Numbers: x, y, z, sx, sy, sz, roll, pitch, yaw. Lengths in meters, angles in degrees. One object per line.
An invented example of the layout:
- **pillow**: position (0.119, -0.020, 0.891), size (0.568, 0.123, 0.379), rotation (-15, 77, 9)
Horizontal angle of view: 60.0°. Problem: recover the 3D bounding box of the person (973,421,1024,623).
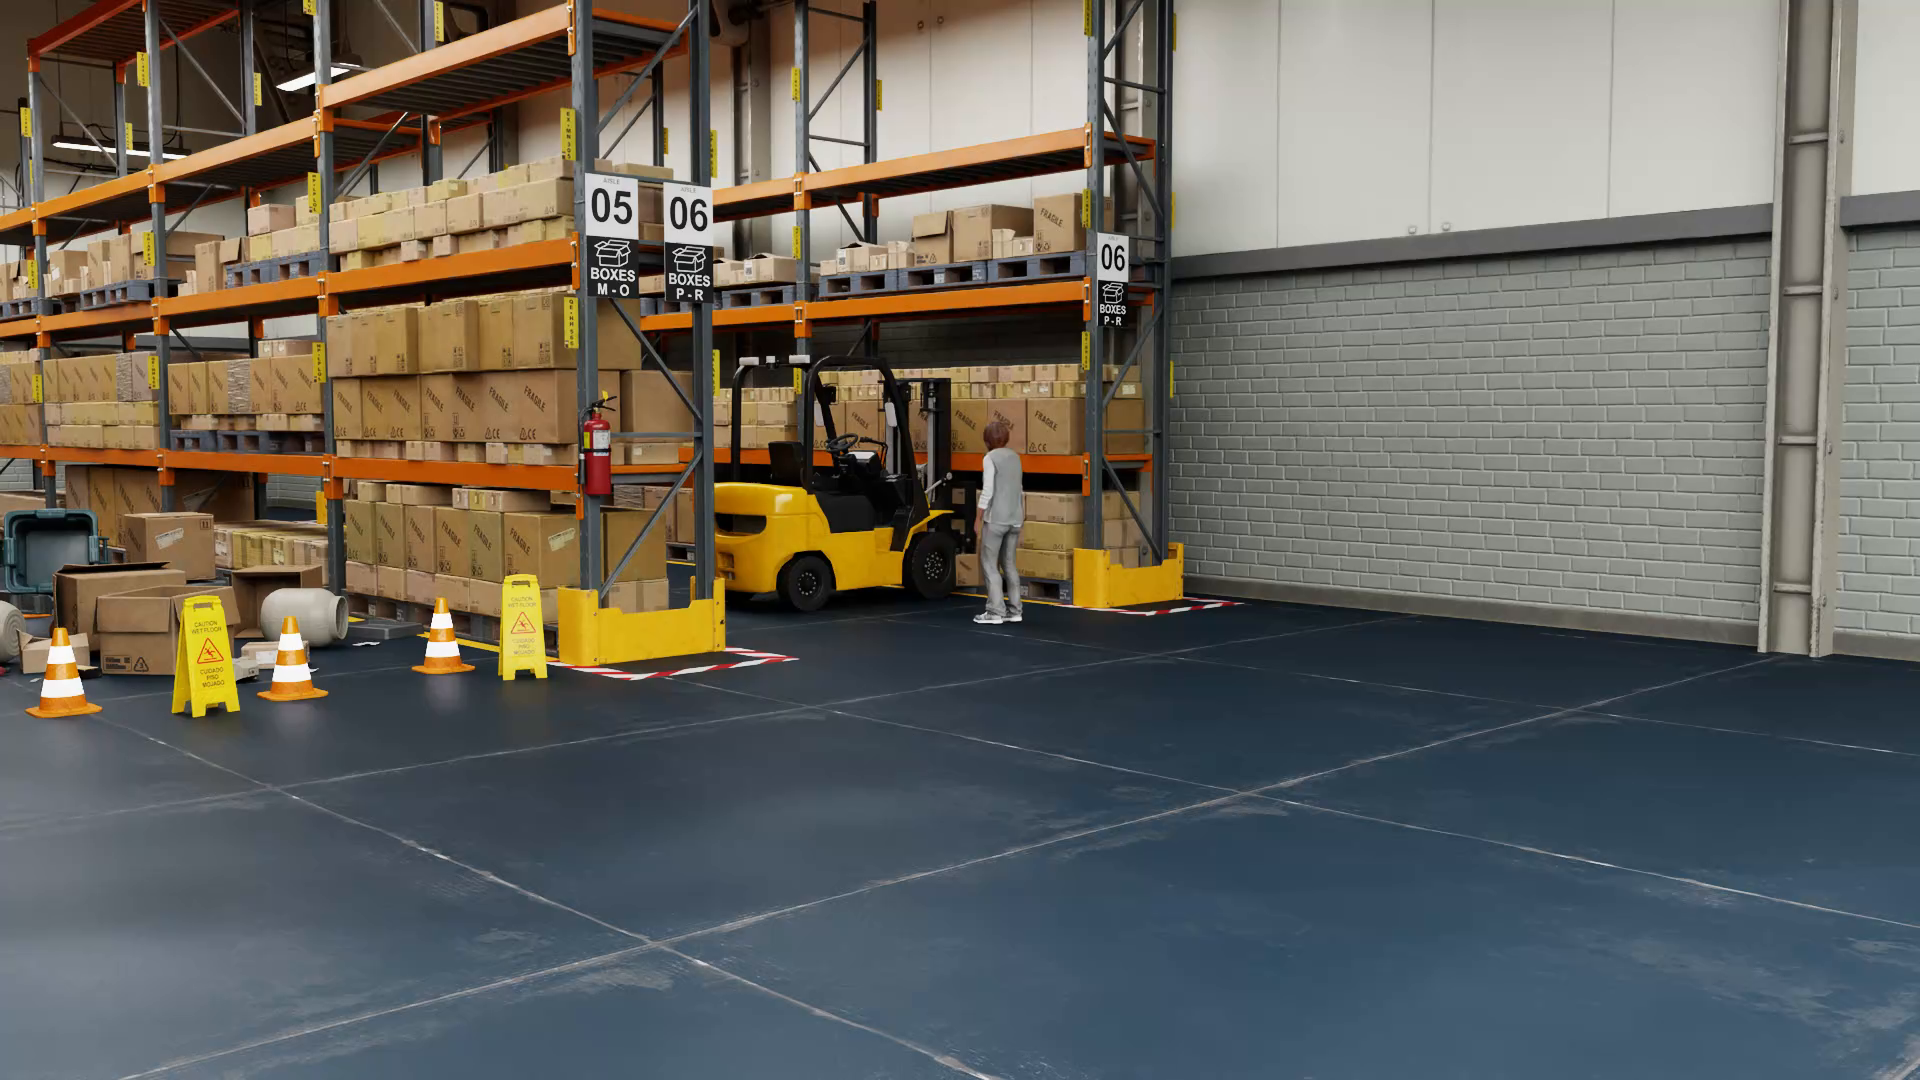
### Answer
- **person**: position (0.317, -0.137, 13.141), size (0.342, 1.597, 0.453), rotation (4, 6, 44)
